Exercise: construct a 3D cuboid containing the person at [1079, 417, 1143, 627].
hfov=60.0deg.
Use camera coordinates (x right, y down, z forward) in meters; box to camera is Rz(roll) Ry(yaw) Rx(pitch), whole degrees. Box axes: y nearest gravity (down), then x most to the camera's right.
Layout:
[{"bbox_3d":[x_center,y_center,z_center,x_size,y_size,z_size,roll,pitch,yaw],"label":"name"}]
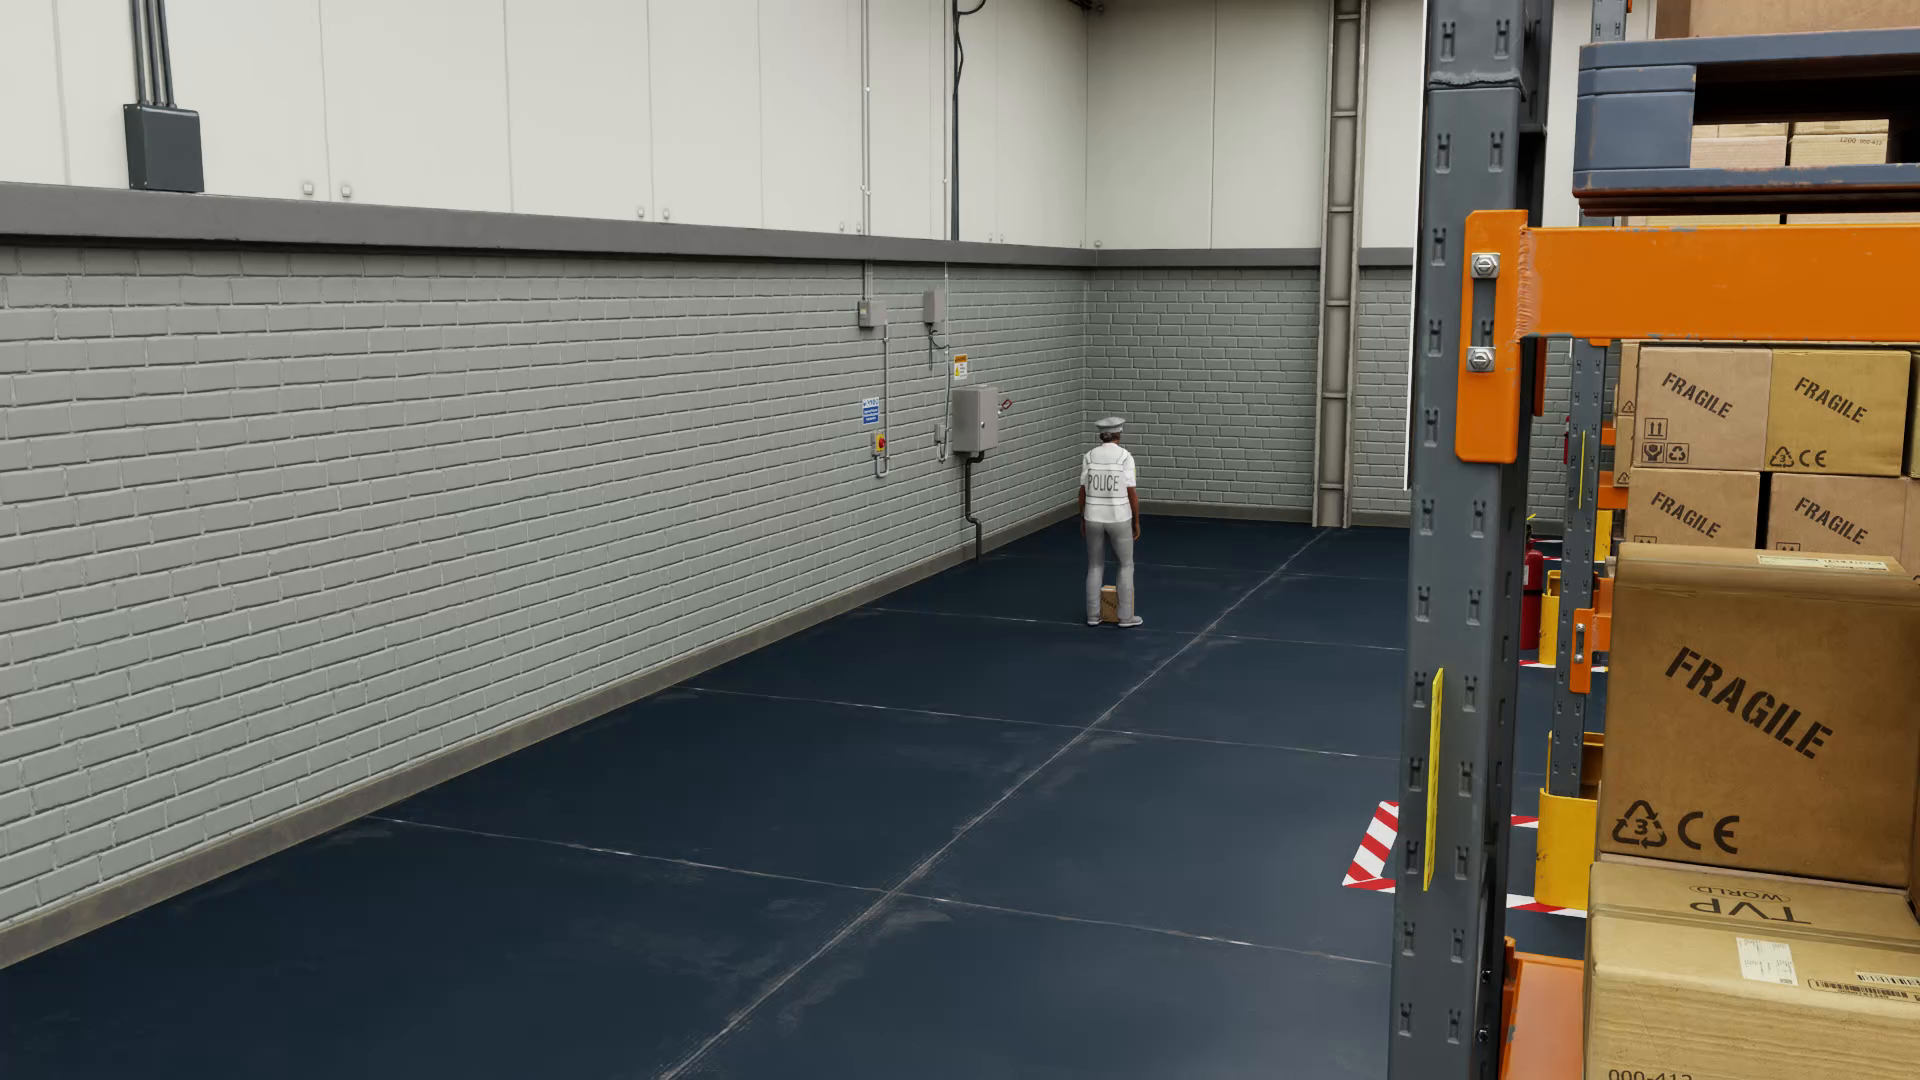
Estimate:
[{"bbox_3d":[1.194,-0.139,13.253,0.505,1.659,0.392,3,9,21],"label":"person"}]
